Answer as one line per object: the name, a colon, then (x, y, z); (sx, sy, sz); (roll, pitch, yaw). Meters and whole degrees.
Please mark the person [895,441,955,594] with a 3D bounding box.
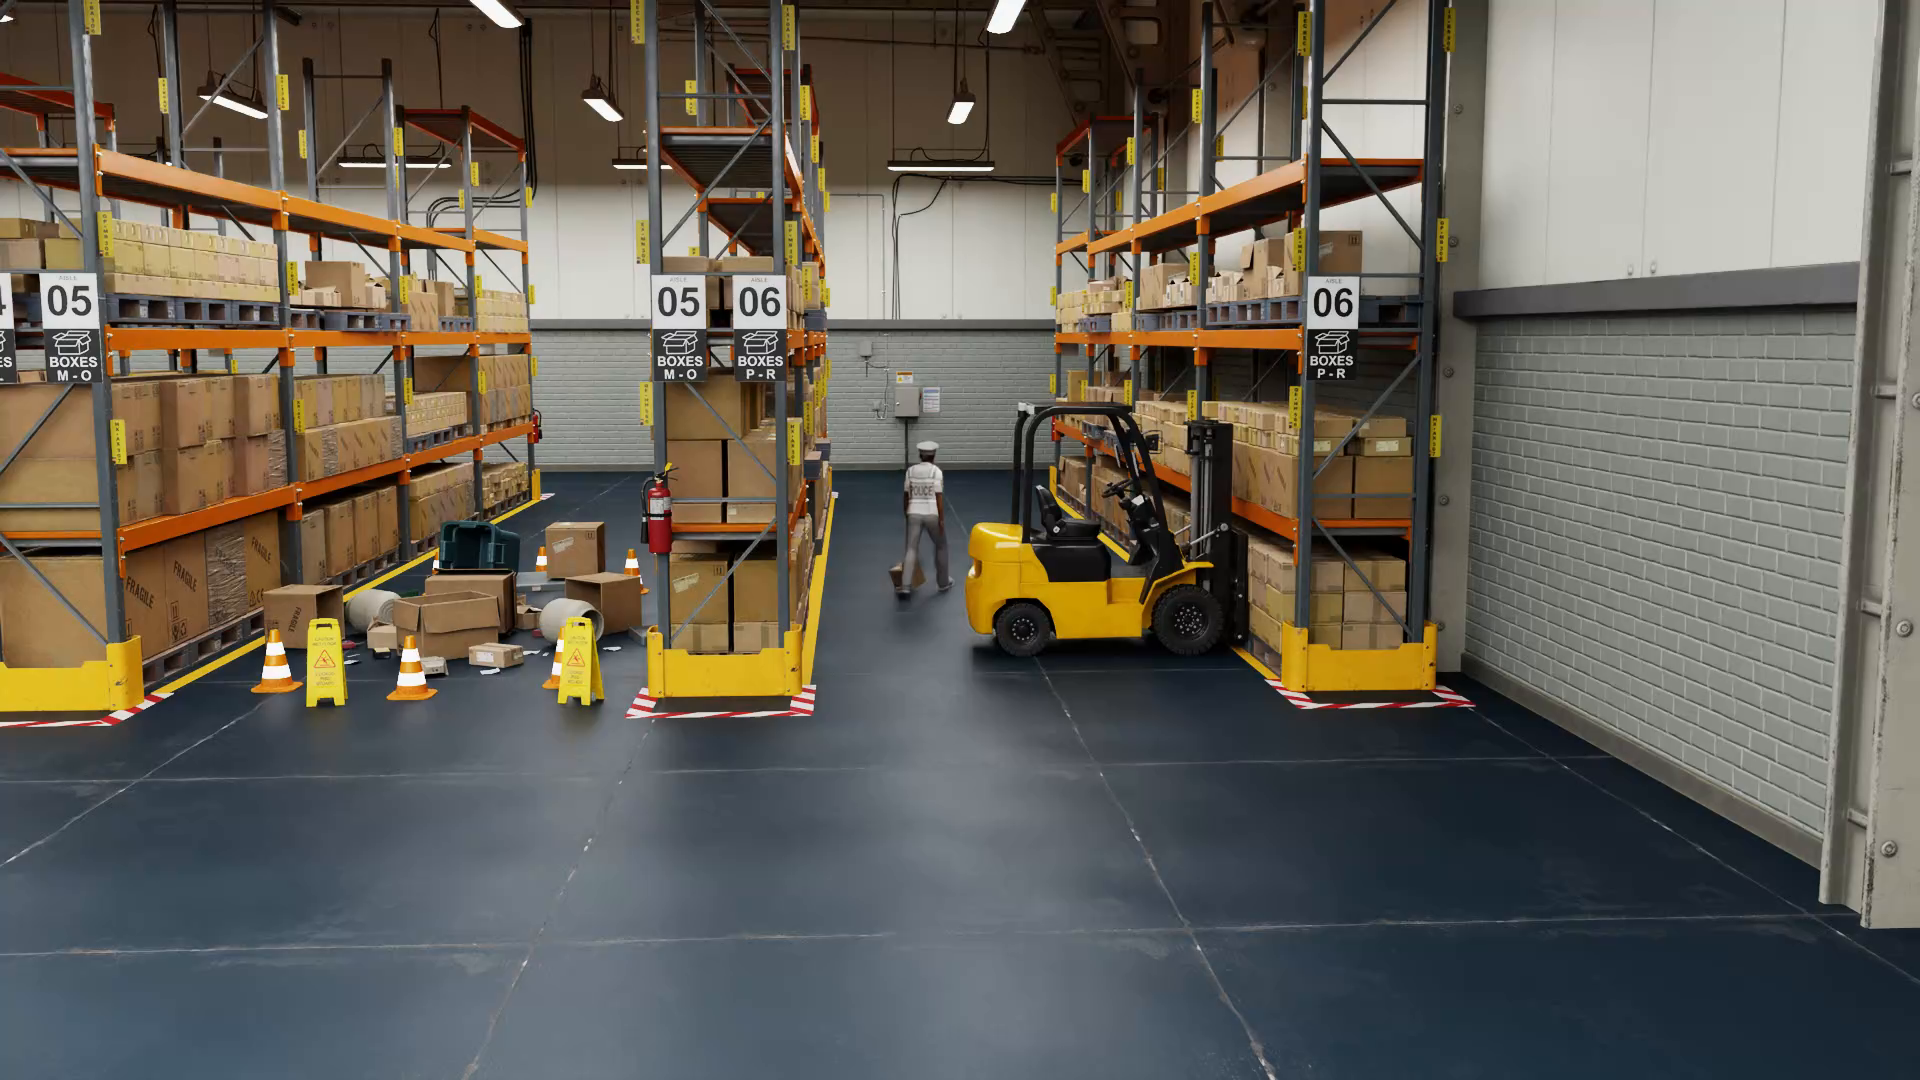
person: (-0.386, -0.237, 17.806); (0.488, 1.614, 0.943); (2, 7, 15)
